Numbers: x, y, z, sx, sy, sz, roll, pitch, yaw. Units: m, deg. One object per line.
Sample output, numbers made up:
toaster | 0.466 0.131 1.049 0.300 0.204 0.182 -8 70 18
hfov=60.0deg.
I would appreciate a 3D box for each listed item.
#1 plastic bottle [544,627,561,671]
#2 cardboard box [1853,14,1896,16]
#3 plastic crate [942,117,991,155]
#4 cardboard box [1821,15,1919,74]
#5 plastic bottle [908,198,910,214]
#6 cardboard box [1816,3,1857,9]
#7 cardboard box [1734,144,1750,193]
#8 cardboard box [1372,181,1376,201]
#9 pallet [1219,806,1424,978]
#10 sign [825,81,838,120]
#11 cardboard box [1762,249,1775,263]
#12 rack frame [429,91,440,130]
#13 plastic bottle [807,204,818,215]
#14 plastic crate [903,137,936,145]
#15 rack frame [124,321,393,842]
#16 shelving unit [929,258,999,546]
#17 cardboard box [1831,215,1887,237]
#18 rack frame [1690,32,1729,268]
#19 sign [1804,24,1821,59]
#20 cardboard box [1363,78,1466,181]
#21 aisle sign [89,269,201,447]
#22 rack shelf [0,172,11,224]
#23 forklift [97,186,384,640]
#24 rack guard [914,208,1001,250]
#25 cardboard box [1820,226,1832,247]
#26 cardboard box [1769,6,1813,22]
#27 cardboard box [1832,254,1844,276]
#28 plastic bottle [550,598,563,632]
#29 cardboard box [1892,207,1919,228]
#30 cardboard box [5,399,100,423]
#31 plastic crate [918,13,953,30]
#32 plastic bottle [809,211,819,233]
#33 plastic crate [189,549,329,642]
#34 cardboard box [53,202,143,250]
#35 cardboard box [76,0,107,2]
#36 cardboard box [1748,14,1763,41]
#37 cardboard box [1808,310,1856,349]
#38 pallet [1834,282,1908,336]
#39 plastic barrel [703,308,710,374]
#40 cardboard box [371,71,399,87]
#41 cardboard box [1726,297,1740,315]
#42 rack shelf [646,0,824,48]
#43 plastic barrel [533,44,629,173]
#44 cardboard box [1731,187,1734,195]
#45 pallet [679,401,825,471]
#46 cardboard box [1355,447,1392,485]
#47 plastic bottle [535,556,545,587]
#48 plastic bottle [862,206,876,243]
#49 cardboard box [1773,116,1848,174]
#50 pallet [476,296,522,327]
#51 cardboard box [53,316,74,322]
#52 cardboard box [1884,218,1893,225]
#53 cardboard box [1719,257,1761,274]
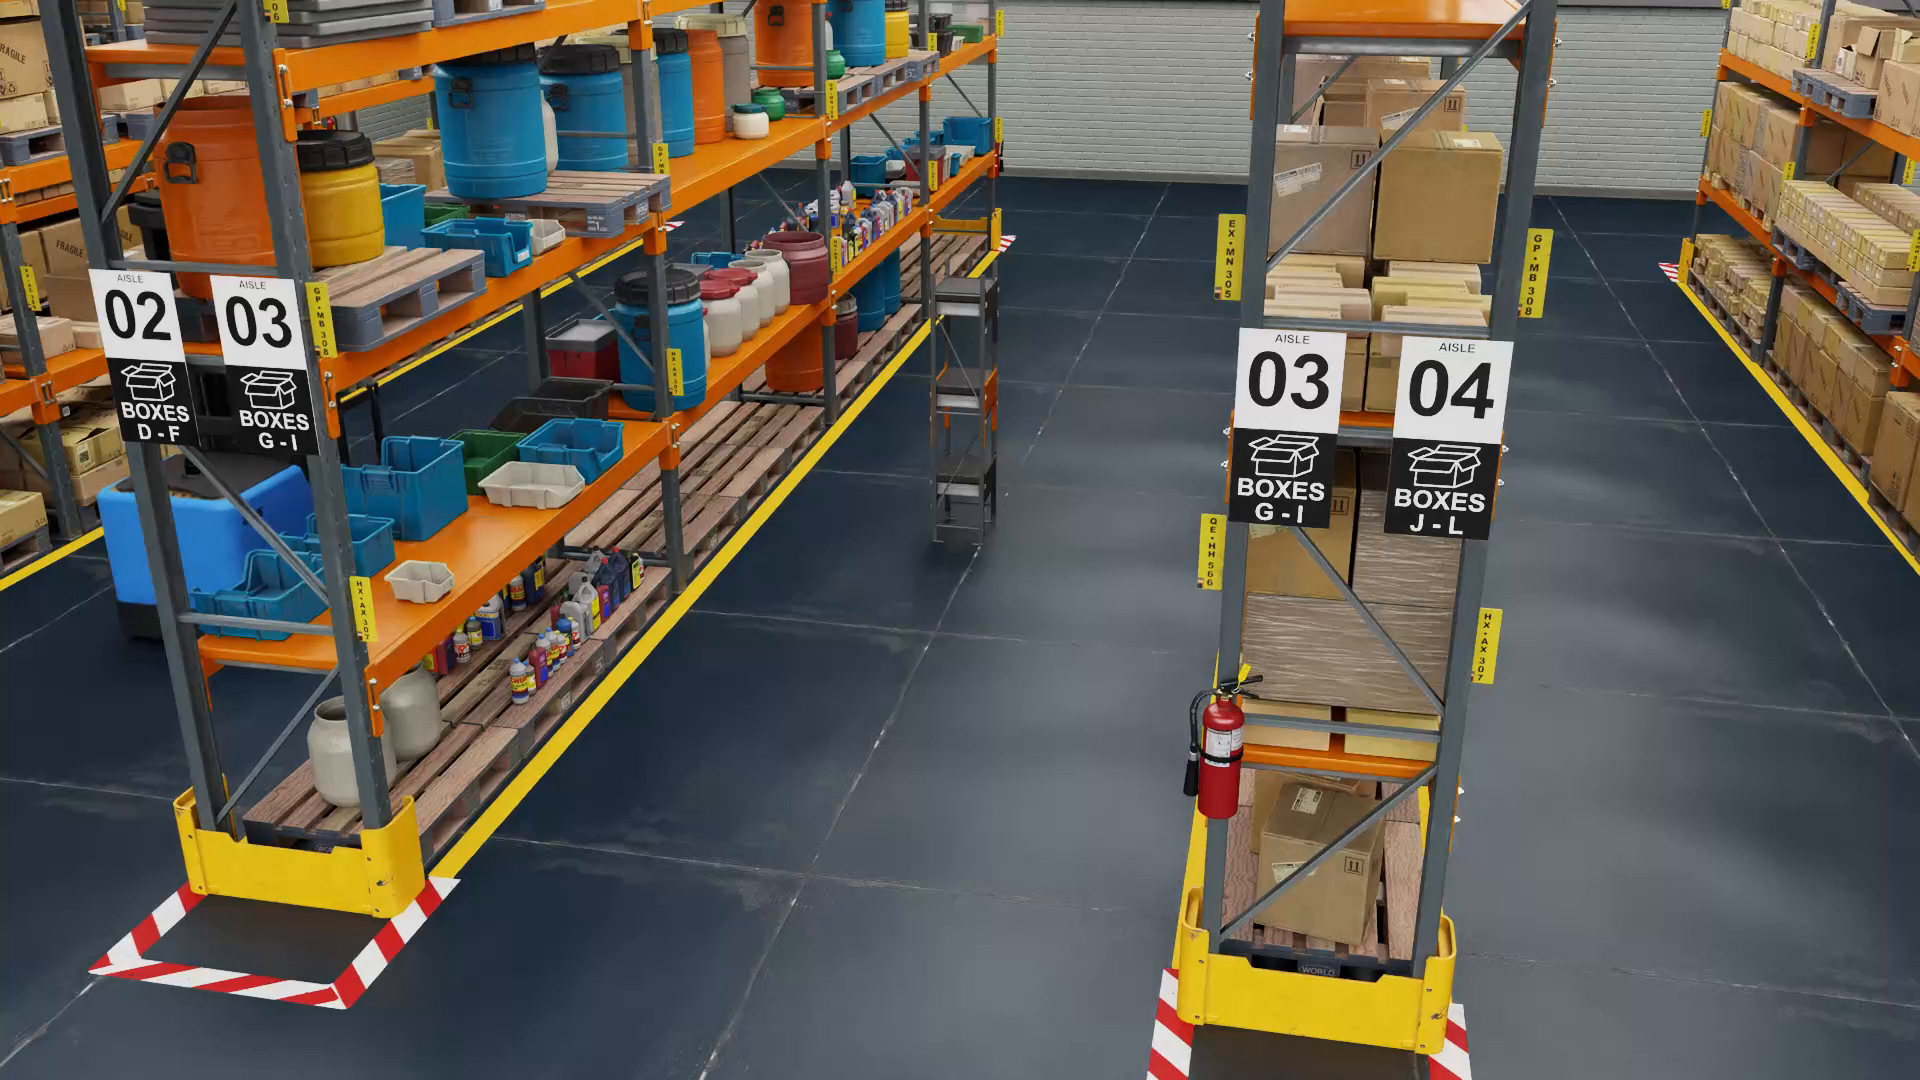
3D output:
plastic bottle | -2.523 0.666 10.249 0.097 0.271 0.097 0 22 0
cardboard box | 9.224 -5.210 16.758 0.380 0.149 0.250 4 22 10
plastic crate | 0.091 -5.354 22.004 0.616 0.435 0.499 4 22 11
cardboard box | 8.659 -4.693 15.780 0.700 0.500 0.500 4 22 11
plastic bottle | -0.601 -3.678 18.237 0.097 0.201 0.097 0 22 0
cardboard box | 9.588 -5.782 18.179 0.380 0.149 0.250 5 22 12
cardboard box | 9.004 -4.132 18.566 0.500 0.500 0.500 4 22 10
cardboard box | 2.449 -1.955 9.345 0.380 0.149 0.250 5 22 12
pallet | 1.776 1.754 8.216 1.003 0.211 1.213 4 22 11
sign | -1.116 -3.824 14.458 0.100 0.325 0.005 4 22 11
cardboard box | 9.649 -3.307 19.508 0.380 0.149 0.250 4 22 9
rack frame | -5.688 -4.362 19.670 1.000 3.000 0.127 4 22 11
plastic bottle | -1.543 -3.362 17.353 0.152 0.276 0.135 4 22 11
plastic crate | -0.531 -5.090 21.622 0.416 0.233 0.300 4 22 11
rack frame | -3.288 0.405 7.832 1.000 3.000 0.127 4 22 11
shelving unit | 0.034 -1.035 12.612 0.431 2.100 0.503 4 22 11
cardboard box | 7.945 -2.769 14.692 0.380 0.149 0.250 6 23 14
rack frame | 9.660 -4.654 20.393 1.000 3.000 0.127 4 22 11
sign | 8.311 -4.860 16.200 0.100 0.325 0.005 4 22 11
cardboard box | 2.534 -2.304 9.342 0.500 0.500 0.500 4 22 9
aisle sign | -3.594 -0.797 7.337 0.394 0.787 0.004 4 22 11
rack shelf | -7.729 -1.763 10.163 1.077 0.370 4.000 4 22 11
forklift | -4.790 -1.172 11.841 1.130 2.935 3.031 5 22 12
rack guard | -0.031 -4.297 22.853 1.175 0.500 0.348 4 22 11
cardboard box | 7.996 -2.726 14.983 0.380 0.149 0.250 4 22 10
cardboard box | 8.910 -5.634 17.810 0.380 0.149 0.250 4 22 10
cardboard box | 7.891 -2.396 14.561 0.380 0.149 0.250 3 22 9
plastic bottle | -2.568 0.495 10.655 0.061 0.283 0.133 4 22 11
cardboard box | 8.686 -2.907 15.033 0.380 0.149 0.250 3 22 9
cardboard box | -7.419 -0.977 13.631 0.500 0.311 0.500 5 22 12
plastic crate | -0.375 -6.657 21.528 0.497 0.269 0.590 4 22 11
plastic bottle | -1.493 -3.237 17.049 0.097 0.271 0.097 0 22 0
plastic crate | -3.479 0.268 8.371 0.499 0.251 0.616 4 22 11
cardboard box | -10.544 -3.689 20.312 0.750 0.750 0.750 5 22 12
cardboard box | -10.624 -6.923 20.513 0.500 0.500 0.500 4 22 11
cardboard box | 9.096 -5.692 18.487 0.500 0.250 0.500 5 22 12
cardboard box | 8.220 -1.943 15.442 0.500 0.250 0.500 5 23 13
pallet | 8.069 -1.908 13.832 1.213 0.211 1.003 4 22 11
plastic barrel | -2.062 -1.454 12.266 0.433 0.535 0.433 0 22 0
cardboard box | -6.238 -4.876 16.796 0.910 0.500 0.500 4 22 11
cardboard box | 8.802 -2.611 18.576 0.380 0.149 0.250 4 22 11
rack shelf | -2.064 -4.053 12.369 1.077 0.370 4.000 4 22 11
plastic barrel | -2.581 -2.884 11.313 0.600 0.901 0.708 4 22 11
cardboard box | 9.156 -4.050 19.232 0.380 0.149 0.250 4 22 10
pallet | -1.852 -0.947 14.921 1.003 0.211 1.213 4 22 11
cardboard box | 2.048 -0.228 7.534 0.500 0.500 0.500 4 22 11
plastic bottle | -2.901 0.210 11.365 0.061 0.283 0.133 4 22 11
plastic bottle | -0.932 -3.197 16.841 0.144 0.351 0.185 4 22 11
cardboard box | 8.675 -4.031 16.978 0.500 0.500 0.500 4 22 9
pallet | -5.817 -2.768 19.445 1.003 0.211 1.213 4 22 11
cardboard box | -7.321 -1.710 13.264 0.396 0.266 0.258 4 22 10
cardboard box | 8.744 -2.864 15.326 0.380 0.149 0.250 3 22 8
cardboard box | 8.971 -3.153 19.126 0.380 0.149 0.250 5 22 12
